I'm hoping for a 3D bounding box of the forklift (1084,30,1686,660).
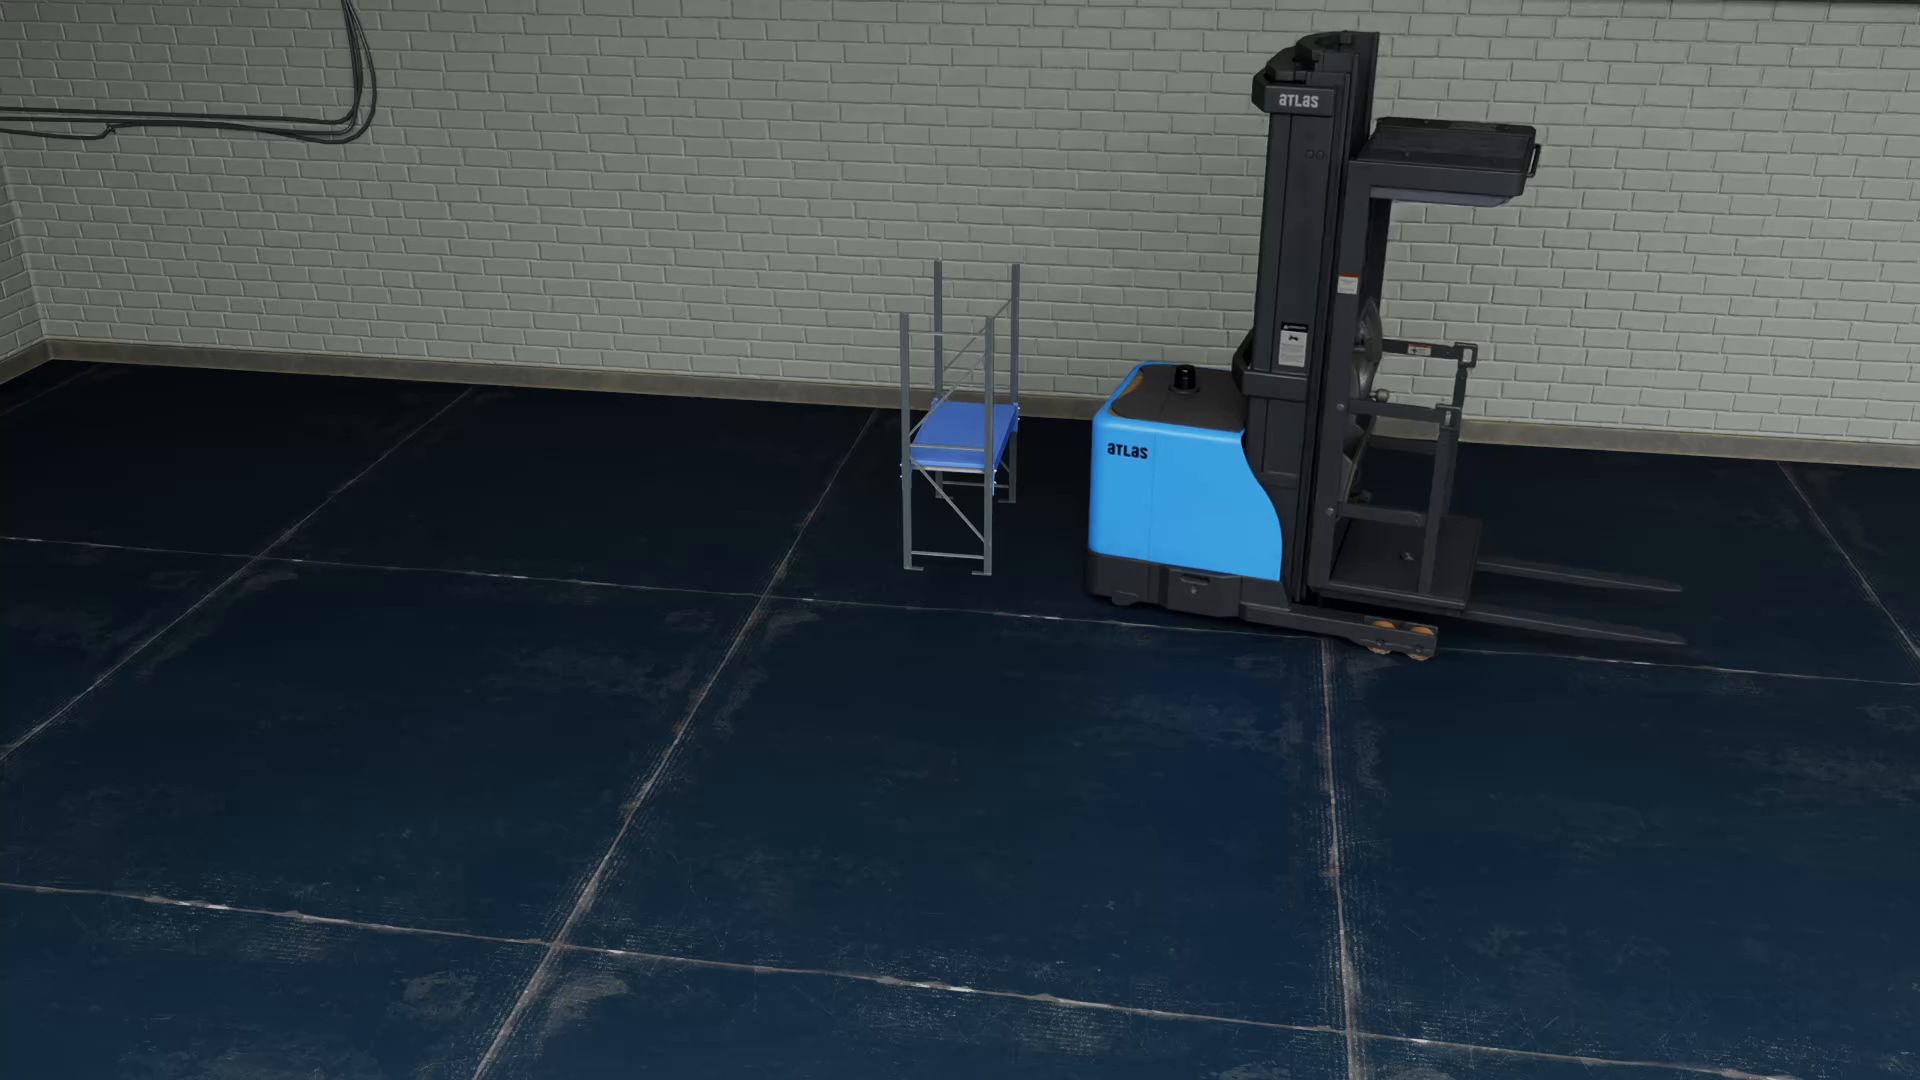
[{"bbox_3d":[2.245,-0.971,8.368,3.031,2.935,1.130,9,26,18],"label":"forklift"}]

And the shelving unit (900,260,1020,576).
[{"bbox_3d":[0.014,-0.715,9.508,0.538,1.500,1.048,4,25,9],"label":"shelving unit"}]

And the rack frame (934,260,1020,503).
[{"bbox_3d":[0.097,-0.928,9.962,0.500,1.500,0.032,4,25,9],"label":"rack frame"}]

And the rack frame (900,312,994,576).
[{"bbox_3d":[-0.069,-0.502,9.054,0.500,1.500,0.032,4,25,9],"label":"rack frame"}]

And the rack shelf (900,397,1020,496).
[{"bbox_3d":[0.014,-0.552,9.585,0.538,0.185,1.000,4,25,9],"label":"rack shelf"}]

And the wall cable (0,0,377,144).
[{"bbox_3d":[-5.519,-3.940,11.216,3.097,2.526,0.112,4,25,9],"label":"wall cable"}]
